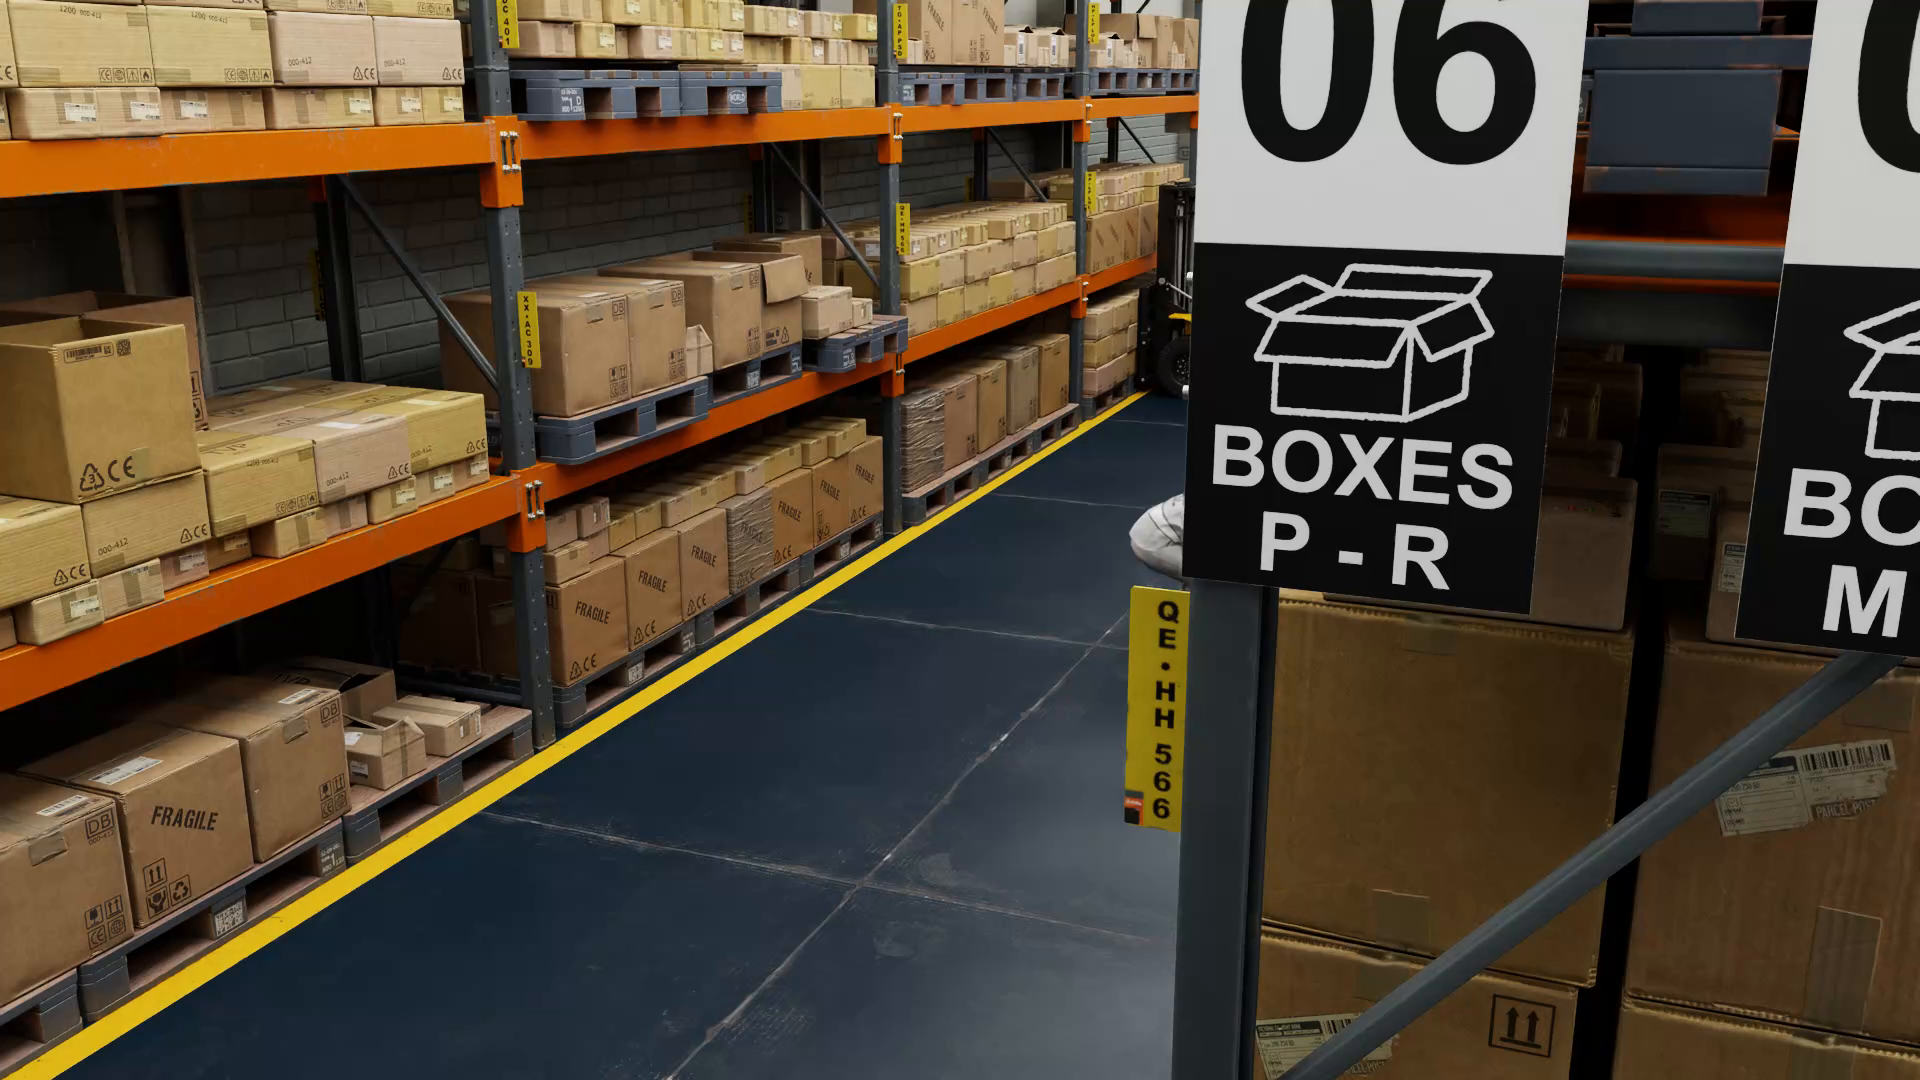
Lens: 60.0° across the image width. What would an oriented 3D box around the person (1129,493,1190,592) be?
[{"bbox_3d":[1.364,0.061,9.098,0.868,0.982,0.458,6,16,19],"label":"person"}]
